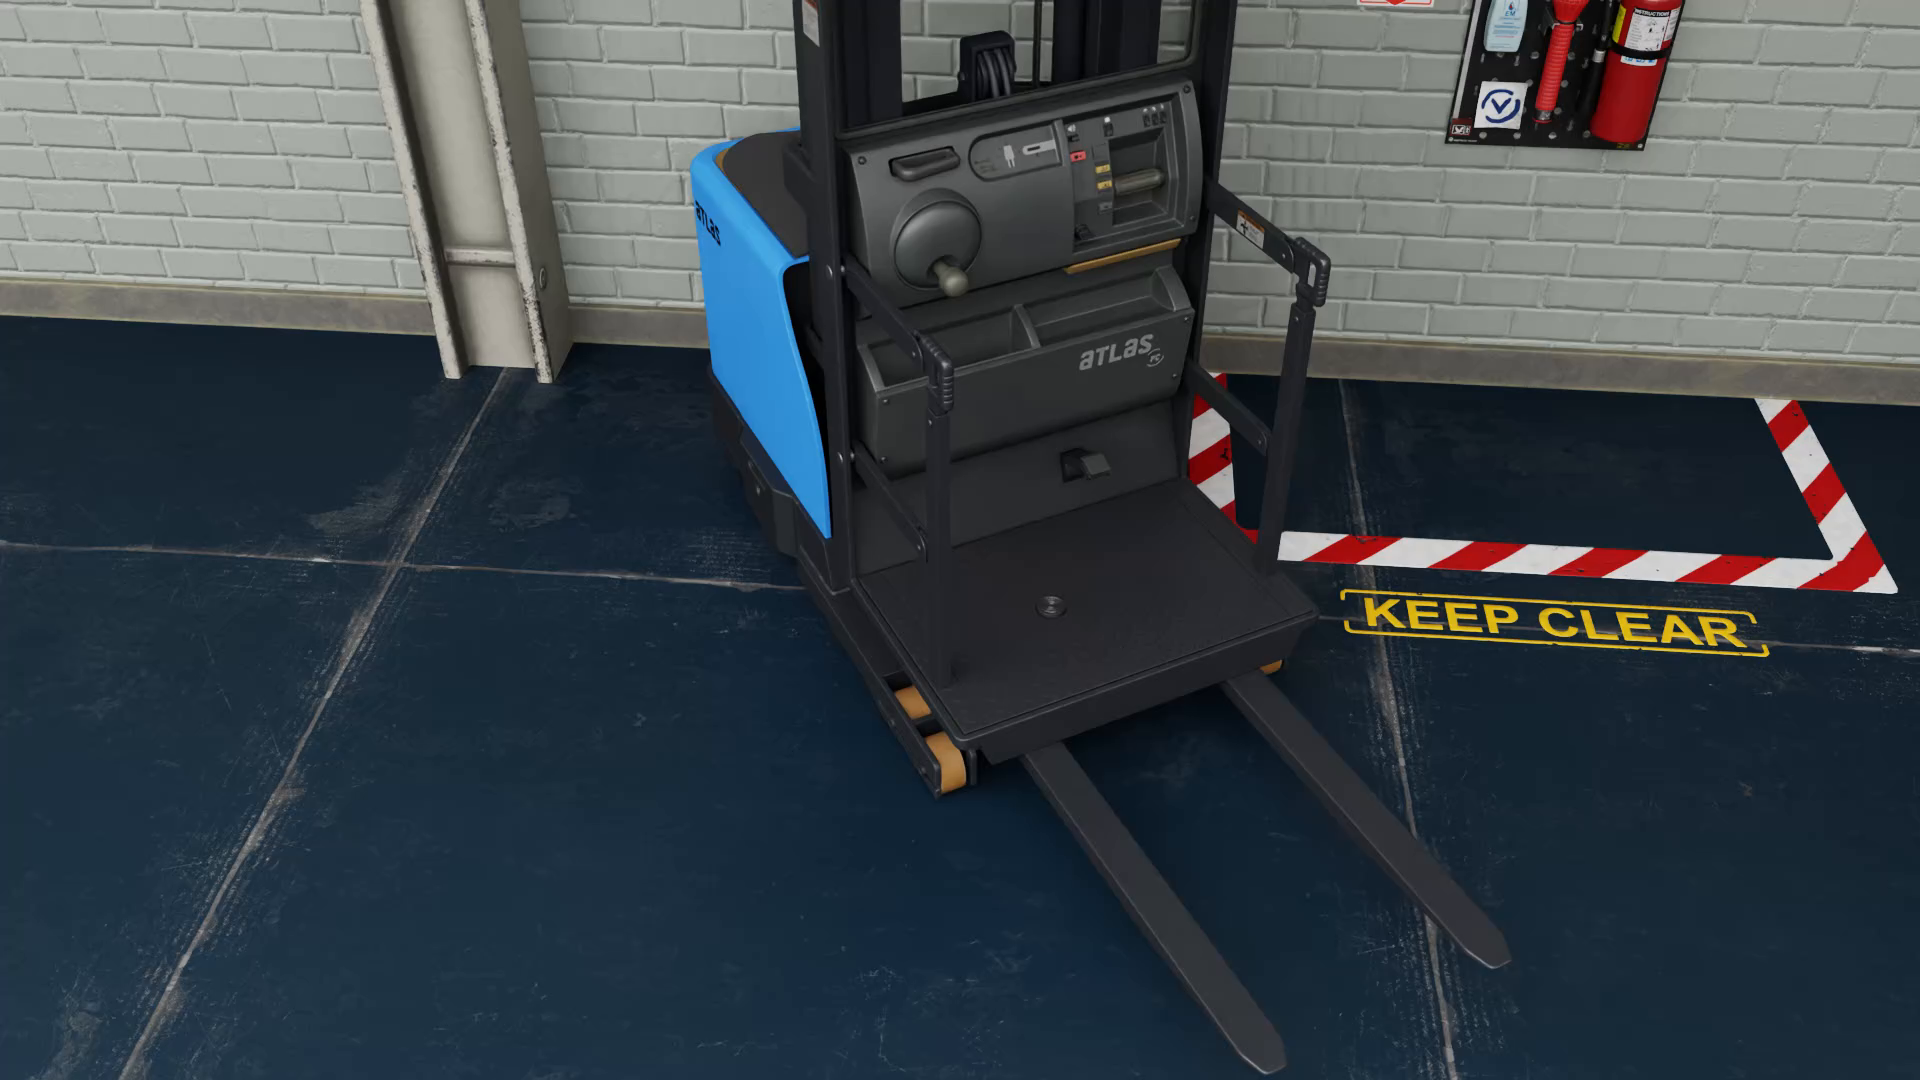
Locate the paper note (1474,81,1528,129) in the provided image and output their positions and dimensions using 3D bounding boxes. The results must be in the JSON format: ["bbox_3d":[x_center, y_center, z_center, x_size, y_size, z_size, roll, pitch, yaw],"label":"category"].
[{"bbox_3d":[1.711,-1.375,5.261,0.142,0.148,0.016,3,39,4],"label":"paper note"}]

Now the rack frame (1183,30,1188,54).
[{"bbox_3d":[0.649,-1.038,5.323,0.032,1.500,0.500,9,35,2],"label":"rack frame"}]

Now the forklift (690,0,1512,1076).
[{"bbox_3d":[0.275,-0.784,3.891,1.130,2.935,3.031,-17,42,-20],"label":"forklift"}]

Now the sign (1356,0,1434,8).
[{"bbox_3d":[1.340,-1.772,5.023,0.234,0.329,0.001,3,39,4],"label":"sign"}]

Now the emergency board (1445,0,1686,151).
[{"bbox_3d":[1.882,-1.663,4.917,0.643,1.169,0.194,3,39,4],"label":"emergency board"}]

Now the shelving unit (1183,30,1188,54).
[{"bbox_3d":[0.156,-1.112,5.339,1.083,1.500,0.587,9,35,2],"label":"shelving unit"}]
